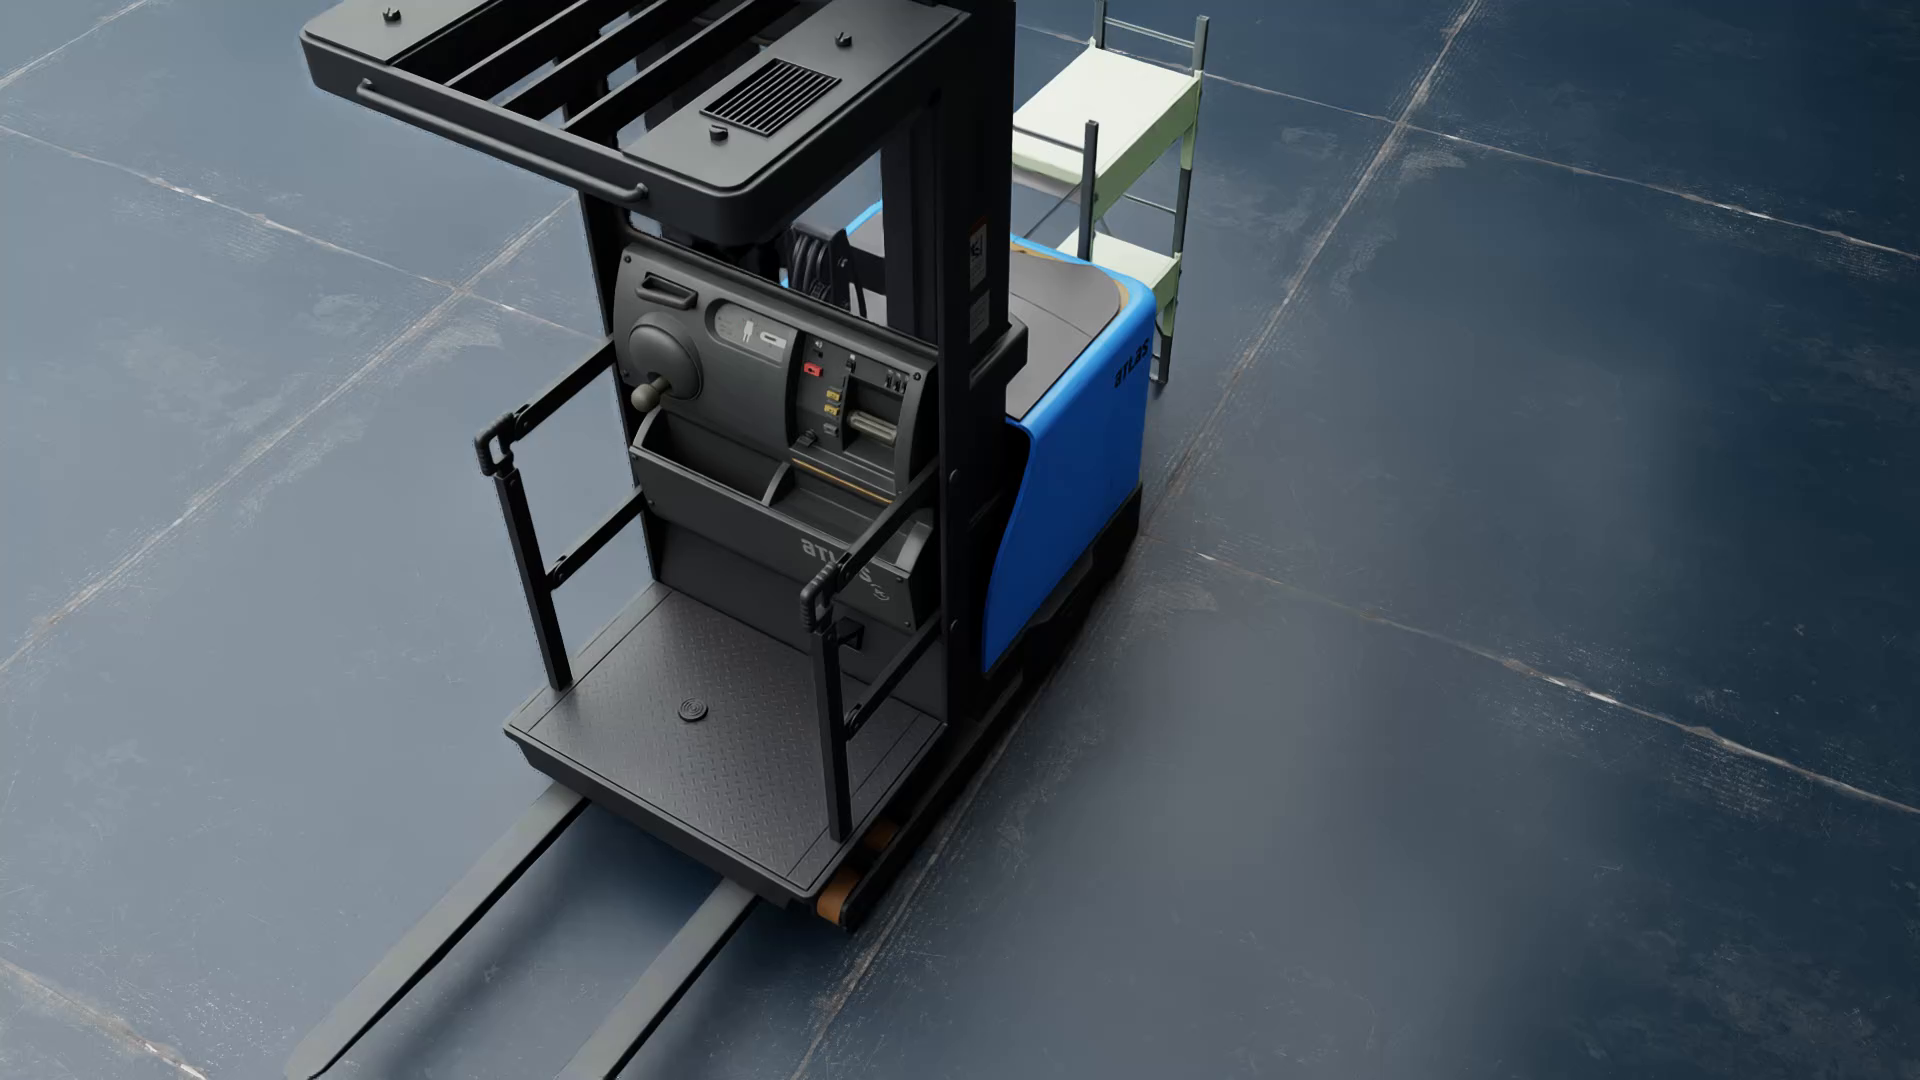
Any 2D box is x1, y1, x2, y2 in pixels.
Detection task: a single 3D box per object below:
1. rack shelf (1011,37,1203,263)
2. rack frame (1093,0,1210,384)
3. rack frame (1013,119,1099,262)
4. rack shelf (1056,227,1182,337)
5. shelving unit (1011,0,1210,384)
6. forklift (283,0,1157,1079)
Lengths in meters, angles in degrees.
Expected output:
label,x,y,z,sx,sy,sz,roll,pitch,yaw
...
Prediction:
label,x,y,z,sx,sy,sz,roll,pitch,yaw
rack shelf,0.424,-1.255,5.387,0.431,0.370,0.720,24,50,22
rack frame,0.618,-1.201,5.883,0.400,1.500,0.023,24,50,22
rack frame,0.230,-0.759,5.446,0.400,1.500,0.023,24,50,22
rack shelf,0.424,-0.751,5.896,0.431,0.370,0.720,24,50,22
shelving unit,0.424,-0.980,5.664,0.431,1.500,0.755,24,50,22
forklift,-0.598,-0.334,4.019,1.130,2.935,3.031,24,50,22
